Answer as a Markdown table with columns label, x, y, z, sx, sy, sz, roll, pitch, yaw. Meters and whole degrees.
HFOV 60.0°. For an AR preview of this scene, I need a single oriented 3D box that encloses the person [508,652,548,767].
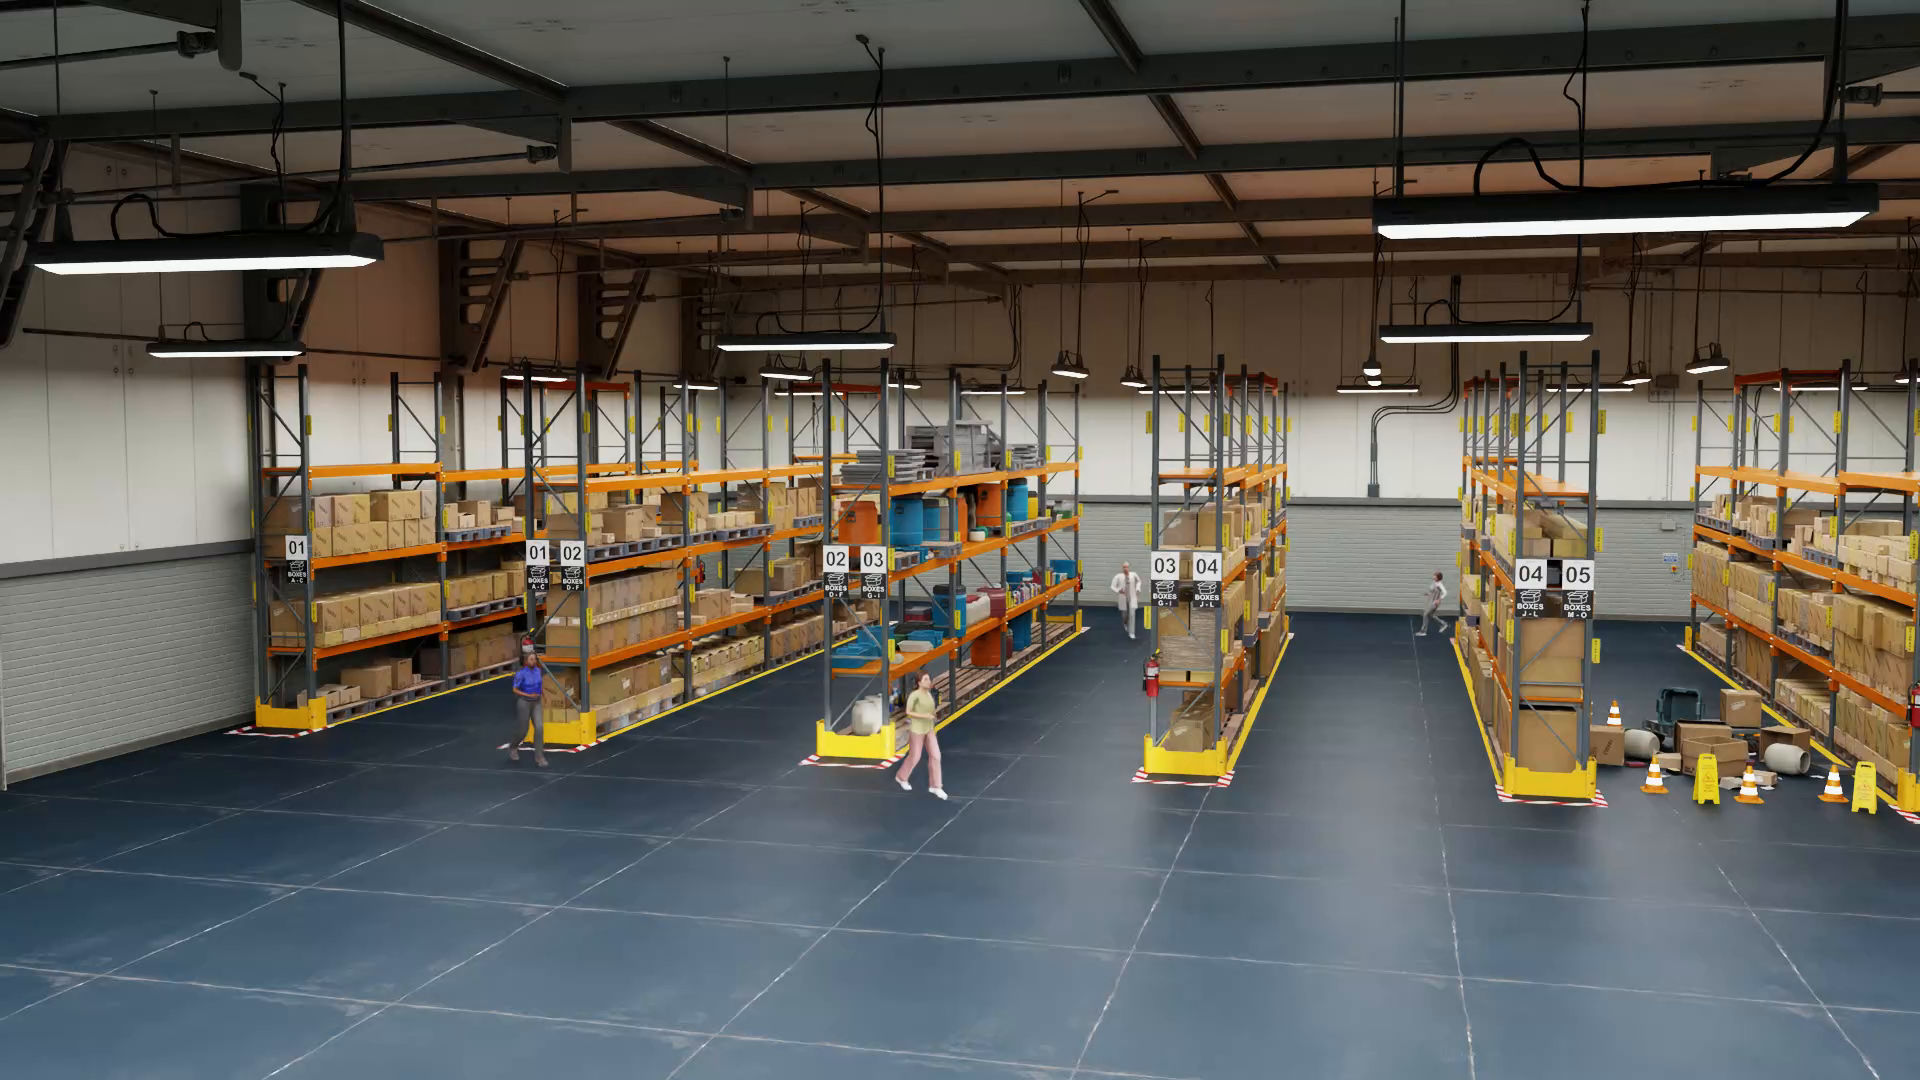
| label | x | y | z | sx | sy | sz | roll | pitch | yaw |
| --- | --- | --- | --- | --- | --- | --- | --- | --- | --- |
| person | -6.375 | 2.483 | 24.597 | 0.826 | 1.685 | 0.596 | 4 | 5 | 42 |

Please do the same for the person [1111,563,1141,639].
| label | x | y | z | sx | sy | sz | roll | pitch | yaw |
| --- | --- | --- | --- | --- | --- | --- | --- | --- | --- |
| person | 3.935 | 1.414 | 39.322 | 0.722 | 1.766 | 1.009 | 0 | 4 | 0 |

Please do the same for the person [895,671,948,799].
| label | x | y | z | sx | sy | sz | roll | pitch | yaw |
| --- | --- | --- | --- | --- | --- | --- | --- | --- | --- |
| person | -0.547 | 2.615 | 22.479 | 0.863 | 1.700 | 0.566 | 4 | 5 | 43 |

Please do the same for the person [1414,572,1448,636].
| label | x | y | z | sx | sy | sz | roll | pitch | yaw |
| --- | --- | --- | --- | --- | --- | --- | --- | --- | --- |
| person | 11.174 | 1.553 | 39.271 | 0.791 | 1.464 | 0.607 | 0 | 4 | 5 |
